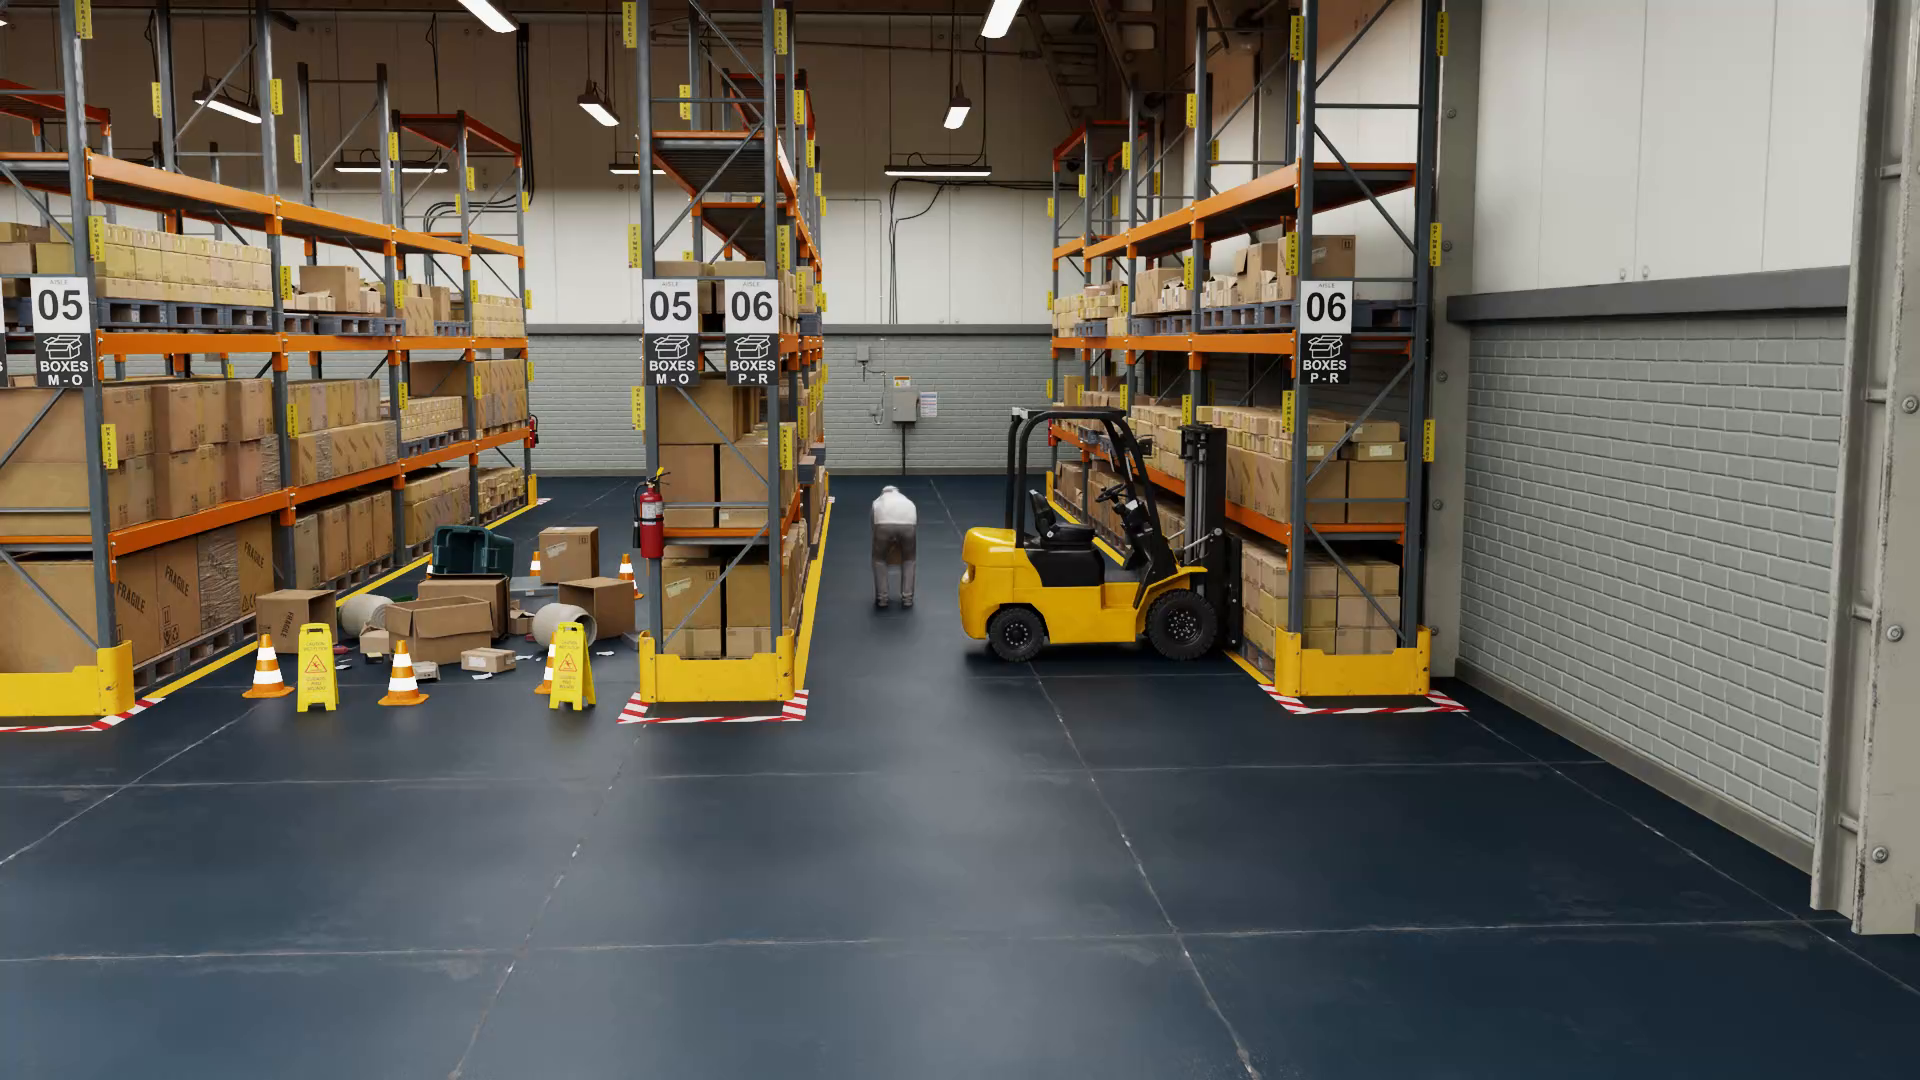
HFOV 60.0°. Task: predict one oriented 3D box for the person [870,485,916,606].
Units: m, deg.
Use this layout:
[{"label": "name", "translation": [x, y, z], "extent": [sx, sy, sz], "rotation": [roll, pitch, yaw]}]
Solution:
[{"label": "person", "translation": [-0.711, 0.055, 17.594], "extent": [0.459, 1.202, 0.995], "rotation": [-1, 7, -6]}]
